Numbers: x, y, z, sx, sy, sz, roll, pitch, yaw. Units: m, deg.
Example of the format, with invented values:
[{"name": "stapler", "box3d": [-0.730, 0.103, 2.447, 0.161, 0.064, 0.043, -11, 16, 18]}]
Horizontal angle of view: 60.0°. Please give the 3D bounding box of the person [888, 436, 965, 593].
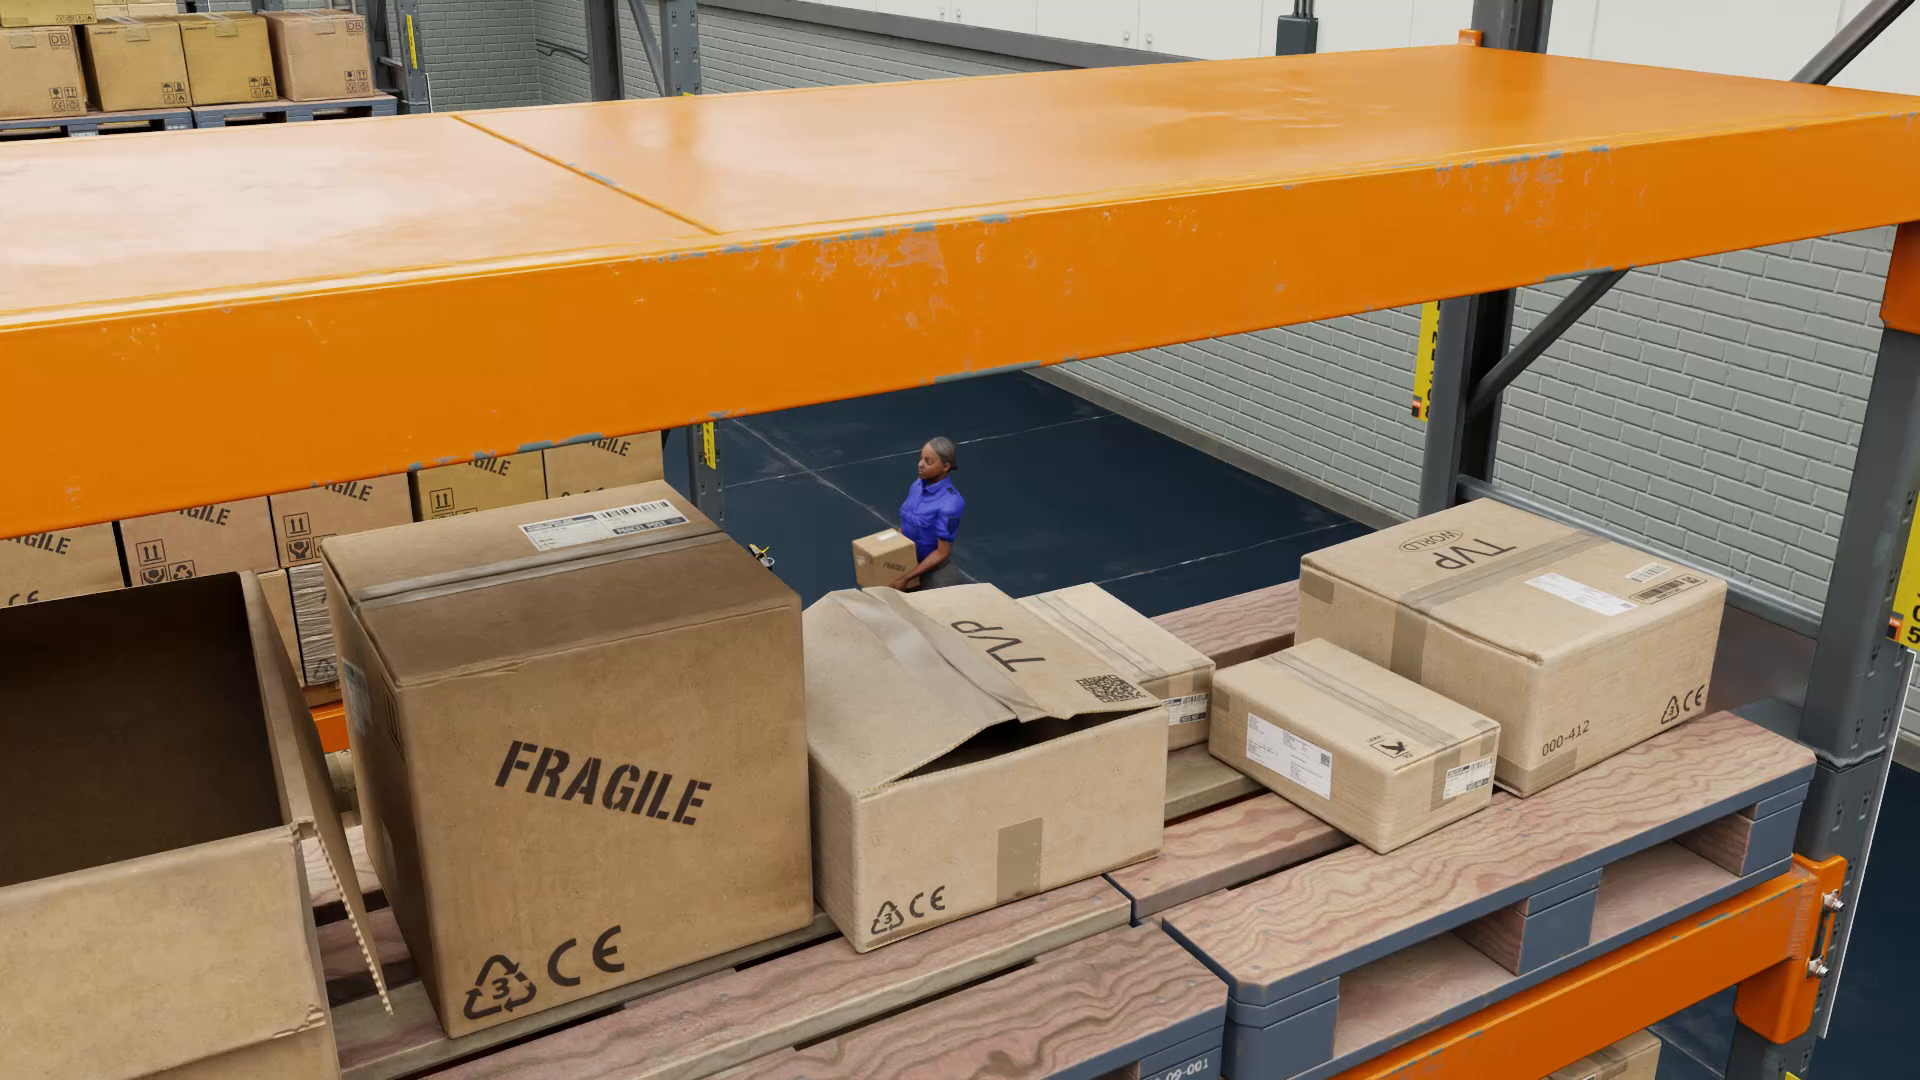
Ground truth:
[{"name": "person", "box3d": [-0.236, 0.247, 8.987, 0.512, 1.649, 0.452, -13, 25, -28]}]
